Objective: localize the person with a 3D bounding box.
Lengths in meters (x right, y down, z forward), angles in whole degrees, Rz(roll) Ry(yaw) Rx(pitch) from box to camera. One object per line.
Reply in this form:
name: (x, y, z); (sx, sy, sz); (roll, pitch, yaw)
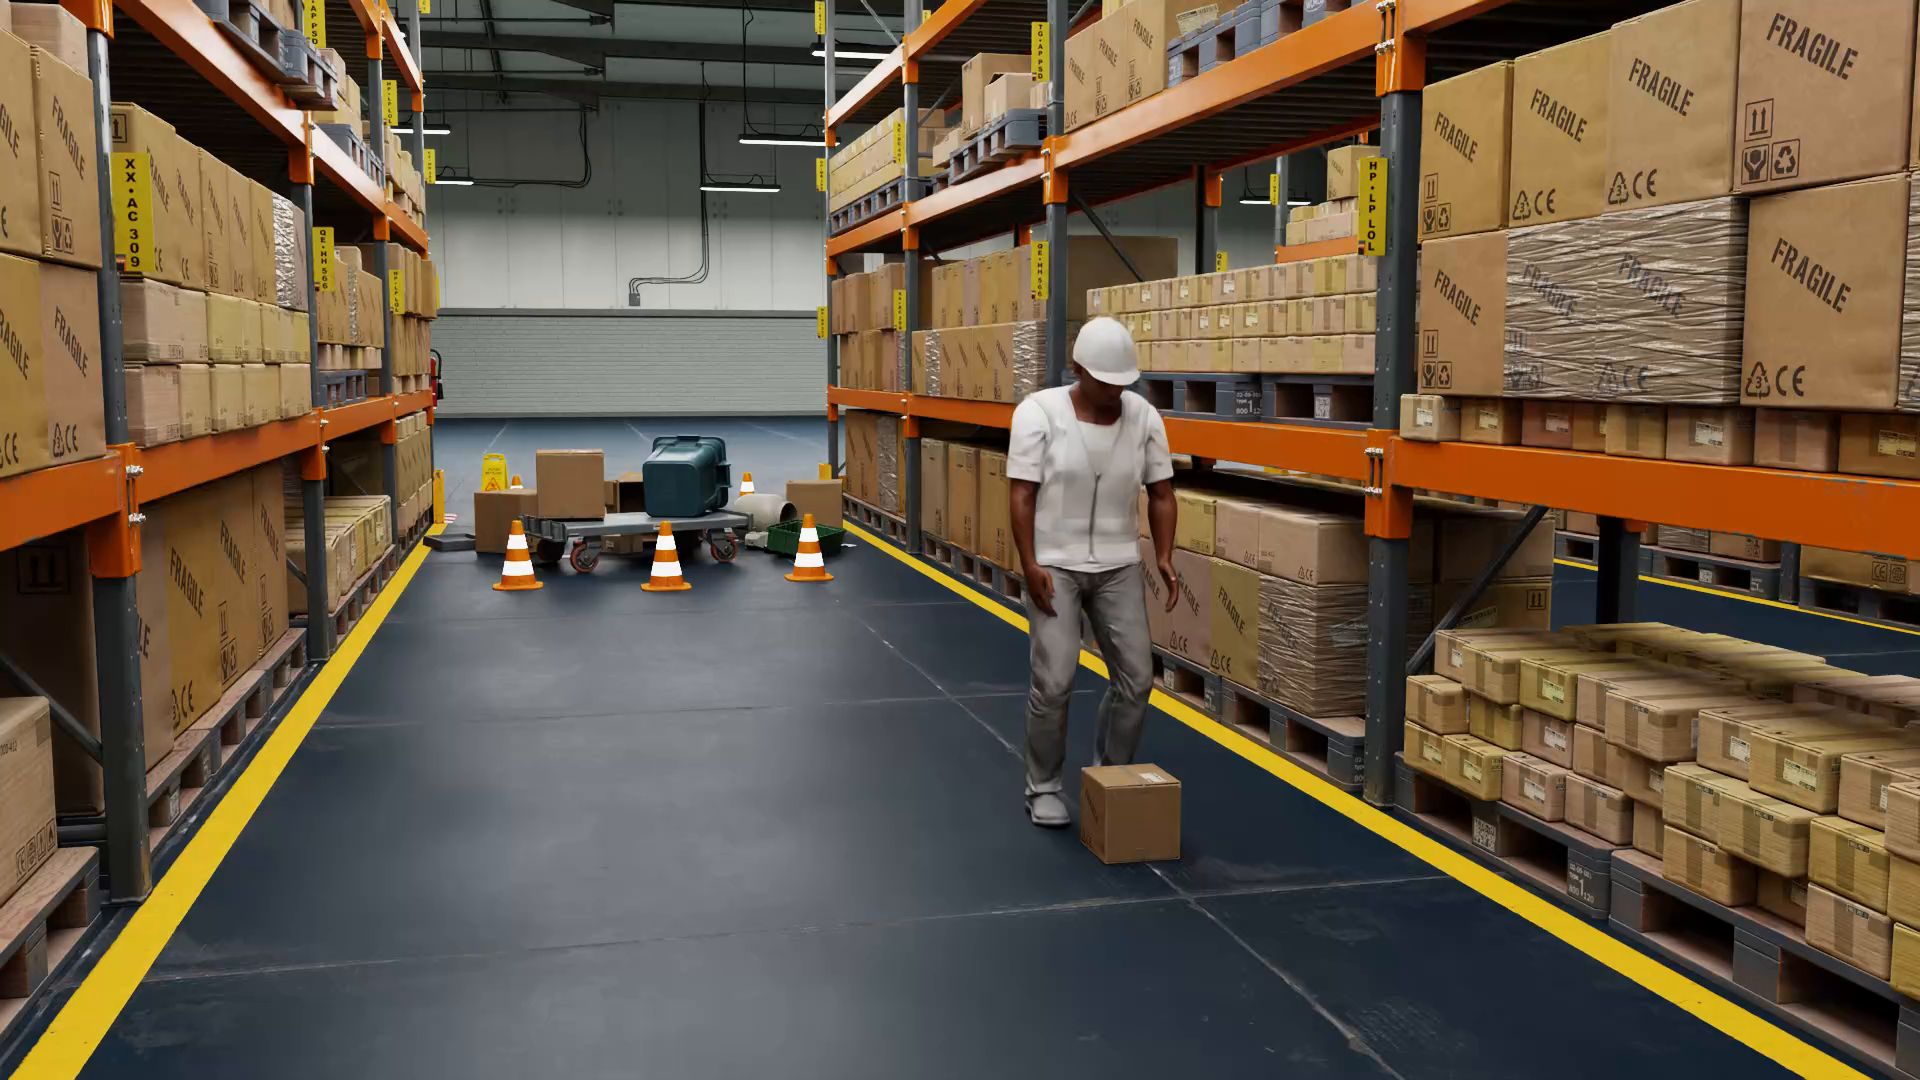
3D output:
person: (0.454, 0.104, 5.659); (0.595, 1.707, 0.472); (-1, 6, -12)
